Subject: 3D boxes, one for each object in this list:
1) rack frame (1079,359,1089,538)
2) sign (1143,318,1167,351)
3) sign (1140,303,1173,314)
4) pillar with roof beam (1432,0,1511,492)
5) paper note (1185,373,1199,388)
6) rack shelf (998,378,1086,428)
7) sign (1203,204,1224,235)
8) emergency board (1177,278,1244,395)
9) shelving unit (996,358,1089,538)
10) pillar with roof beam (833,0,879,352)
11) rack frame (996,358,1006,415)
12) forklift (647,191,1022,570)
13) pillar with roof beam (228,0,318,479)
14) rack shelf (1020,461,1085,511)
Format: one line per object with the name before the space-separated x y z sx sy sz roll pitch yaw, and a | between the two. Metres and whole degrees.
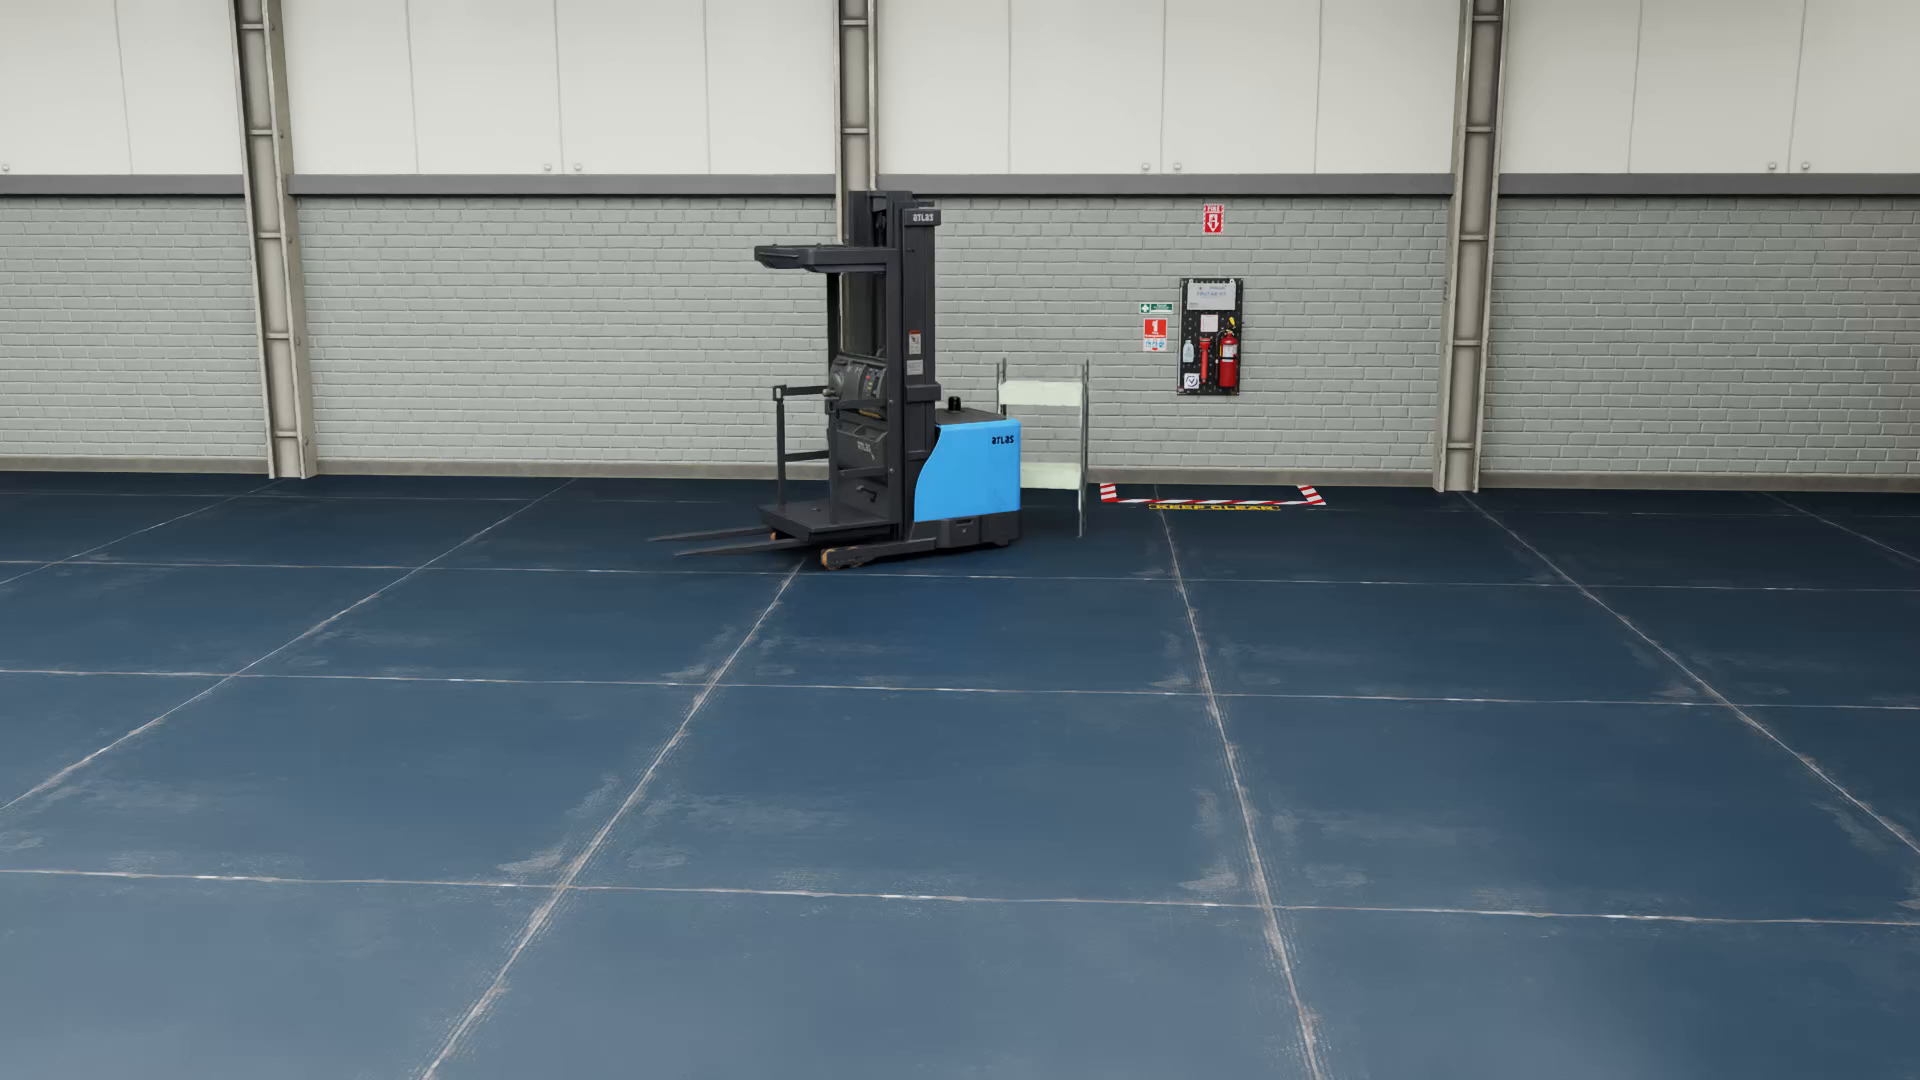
rack frame | 1.077 -0.794 14.403 0.023 1.500 0.400 2 12 10
sign | 1.963 -2.064 16.724 0.234 0.329 0.001 1 12 4
sign | 1.967 -2.322 16.660 0.331 0.109 0.001 1 12 4
pillar with roof beam | 4.683 -4.034 11.573 0.400 9.000 9.100 1 12 4
paper note | 2.336 -1.604 16.759 0.142 0.148 0.016 1 12 4
rack shelf | 0.717 -1.190 14.388 0.720 0.370 0.431 2 12 10
sign | 2.506 -3.173 16.451 0.199 0.298 0.001 1 12 4
emergency board | 2.508 -2.018 16.590 0.643 1.169 0.194 1 12 4
shelving unit | 0.717 -0.808 14.468 0.755 1.500 0.431 2 12 10
pillar with roof beam | -1.303 -4.116 11.965 0.400 9.000 9.100 1 12 4
rack frame | 0.357 -0.822 14.533 0.023 1.500 0.400 2 12 10
forklift | -1.013 -1.321 13.423 3.031 2.935 1.130 -7 14 -29
pillar with roof beam | -7.290 -4.198 12.358 0.400 9.000 9.100 1 12 4
rack shelf | 0.717 -0.489 14.535 0.720 0.370 0.431 2 12 10
